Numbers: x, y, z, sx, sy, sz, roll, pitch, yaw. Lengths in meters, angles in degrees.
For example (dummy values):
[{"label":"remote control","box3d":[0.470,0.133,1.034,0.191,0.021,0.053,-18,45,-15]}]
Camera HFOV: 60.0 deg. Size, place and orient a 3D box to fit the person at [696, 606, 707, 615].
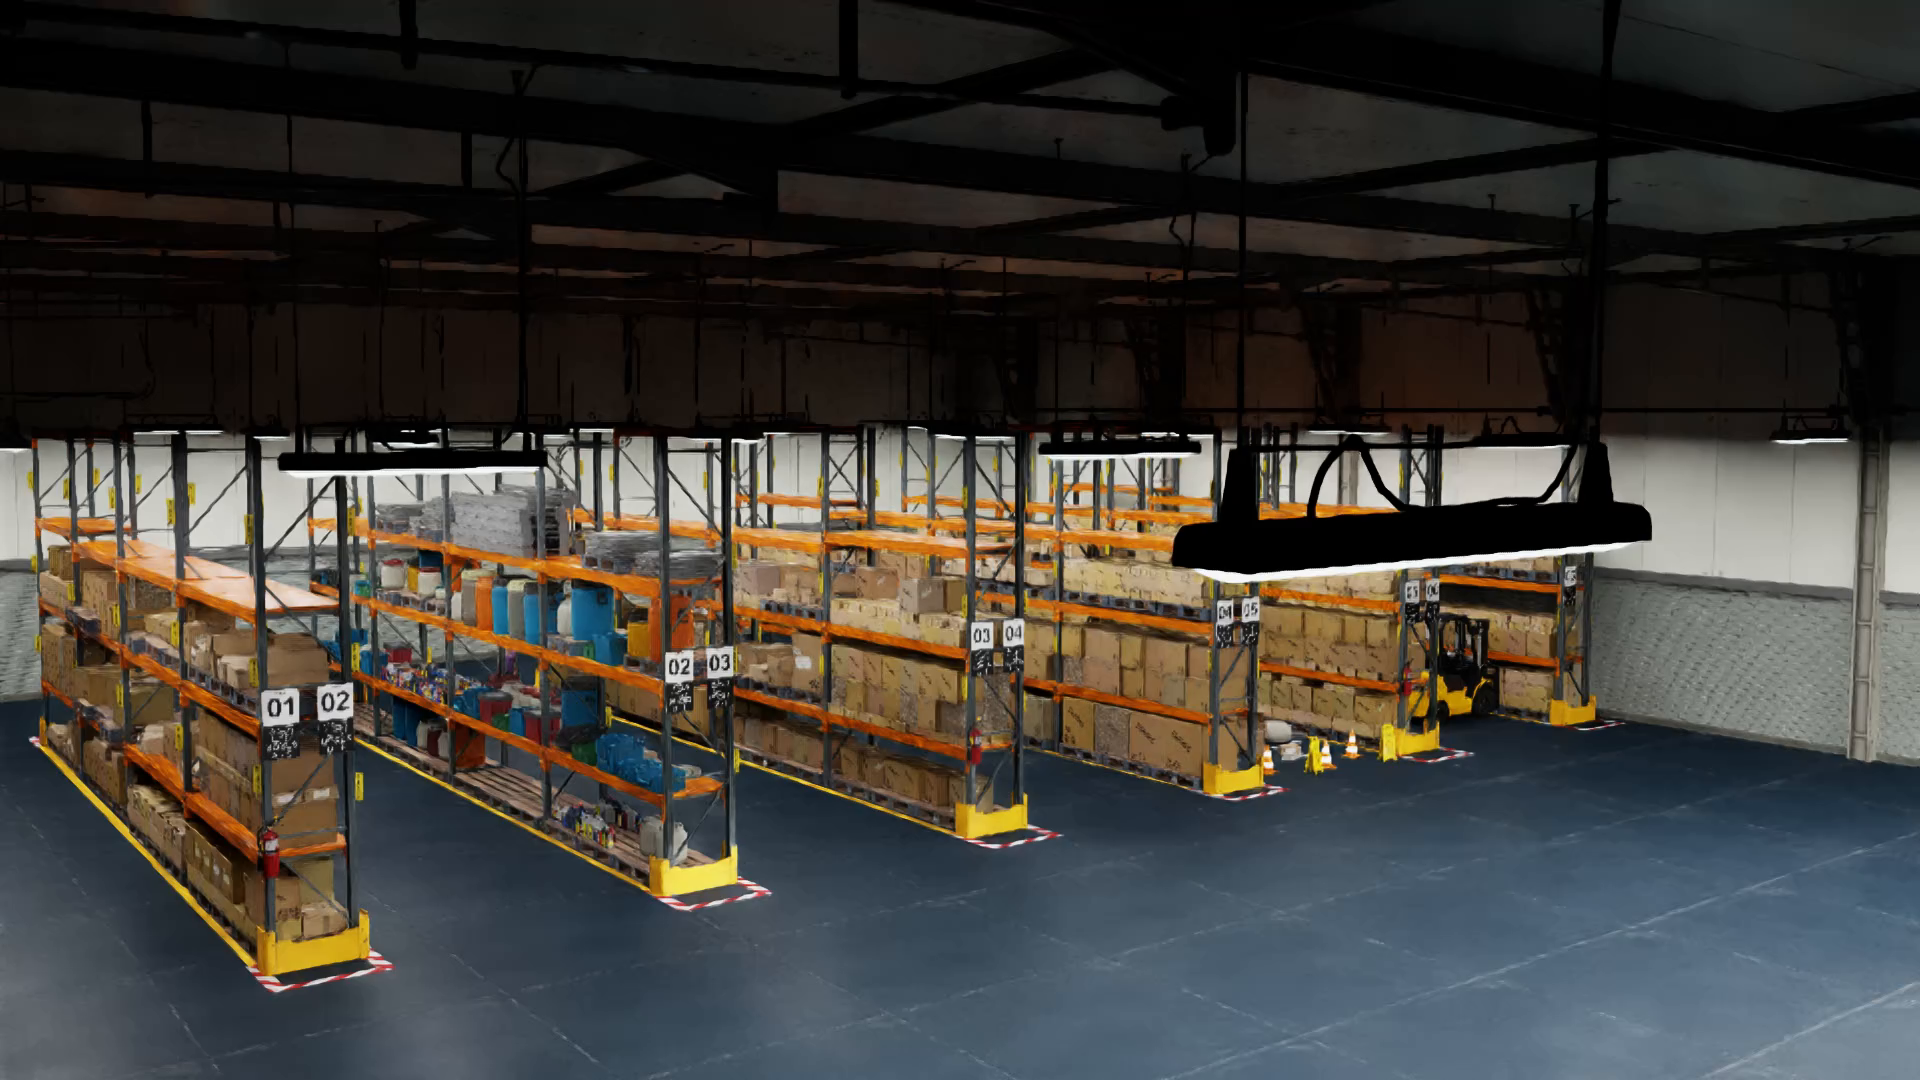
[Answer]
[{"label":"person","box3d":[-6.540,1.931,41.869,0.424,0.934,0.386,2,5,27]}]
